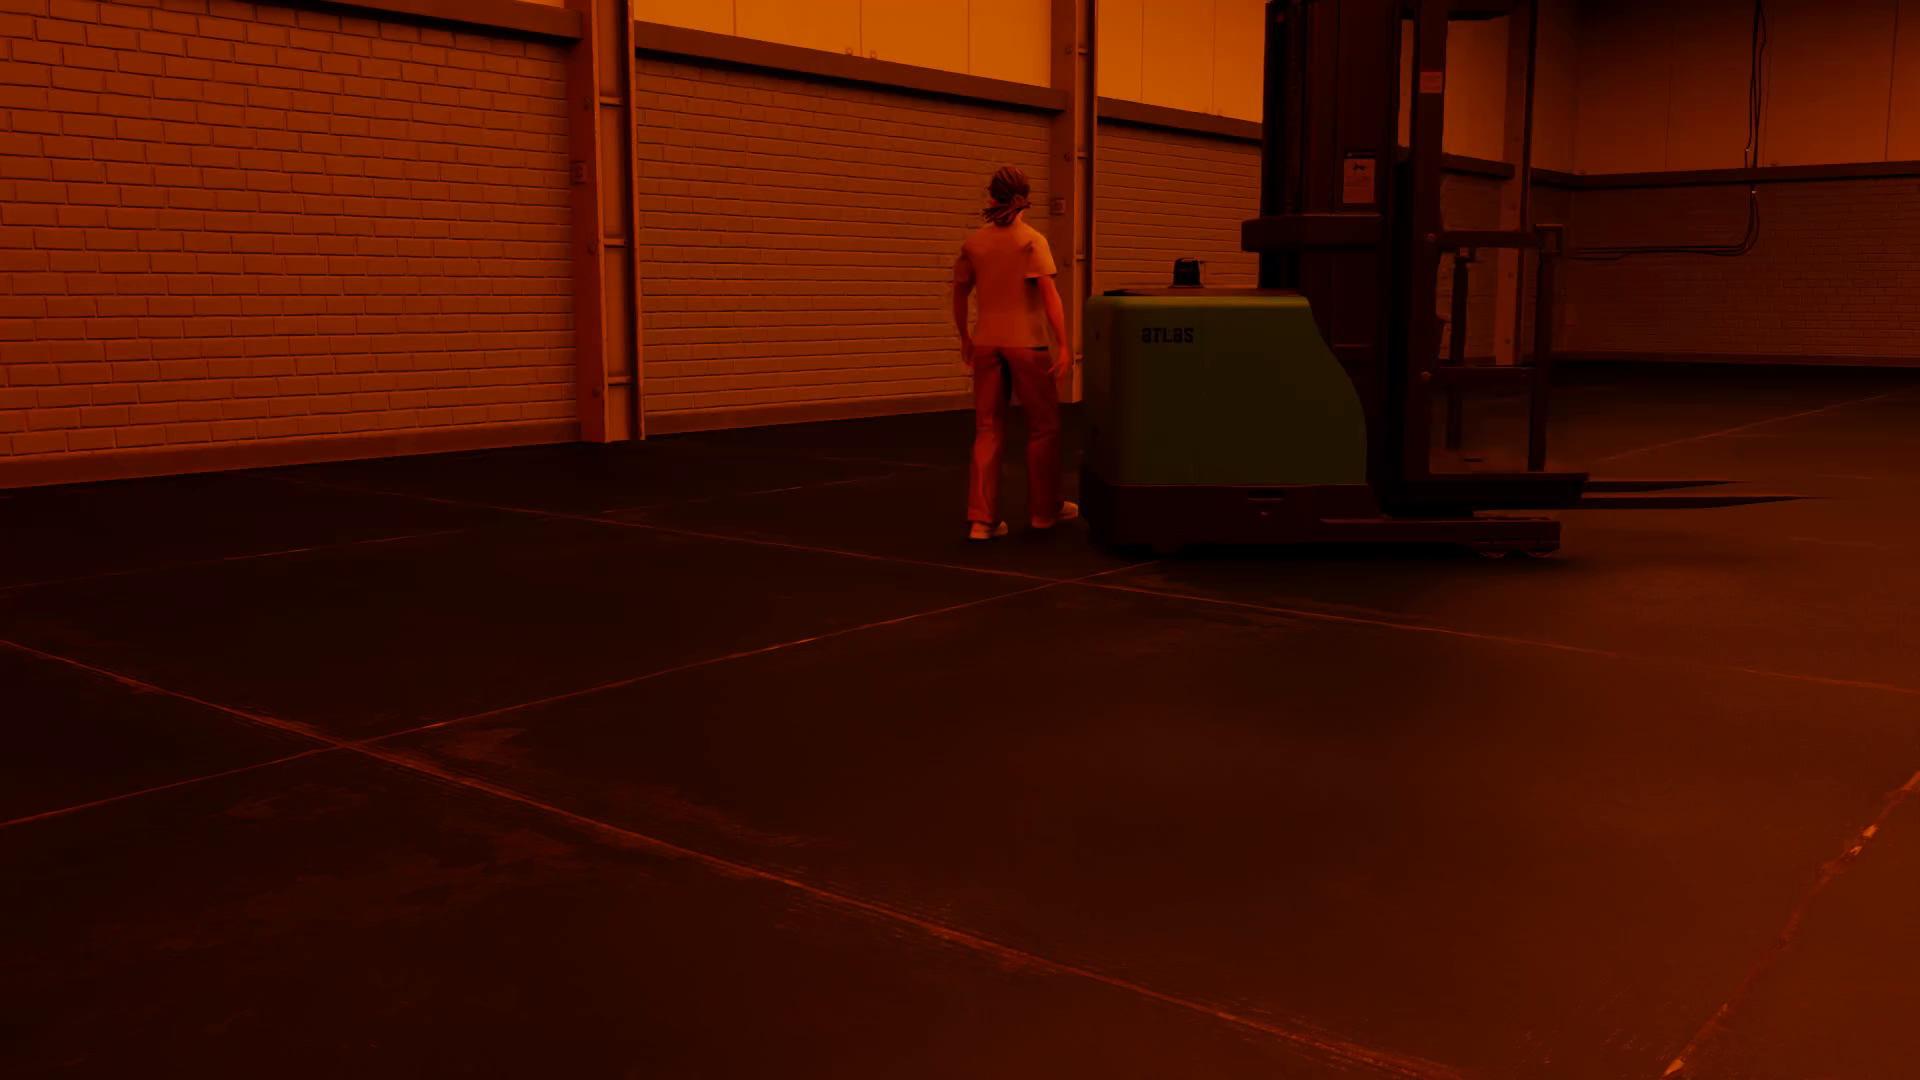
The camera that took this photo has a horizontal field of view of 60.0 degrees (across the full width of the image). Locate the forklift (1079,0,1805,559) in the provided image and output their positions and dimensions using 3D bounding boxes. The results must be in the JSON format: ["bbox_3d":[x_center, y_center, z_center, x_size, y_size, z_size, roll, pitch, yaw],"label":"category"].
[{"bbox_3d":[2.091,-1.450,7.189,3.031,2.935,1.130,0,8,-3],"label":"forklift"}]

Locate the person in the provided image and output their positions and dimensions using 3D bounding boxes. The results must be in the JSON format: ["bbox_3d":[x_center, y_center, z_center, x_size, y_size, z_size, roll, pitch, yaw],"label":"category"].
[{"bbox_3d":[0.272,-0.849,7.536,0.642,1.648,0.742,4,9,27],"label":"person"}]
